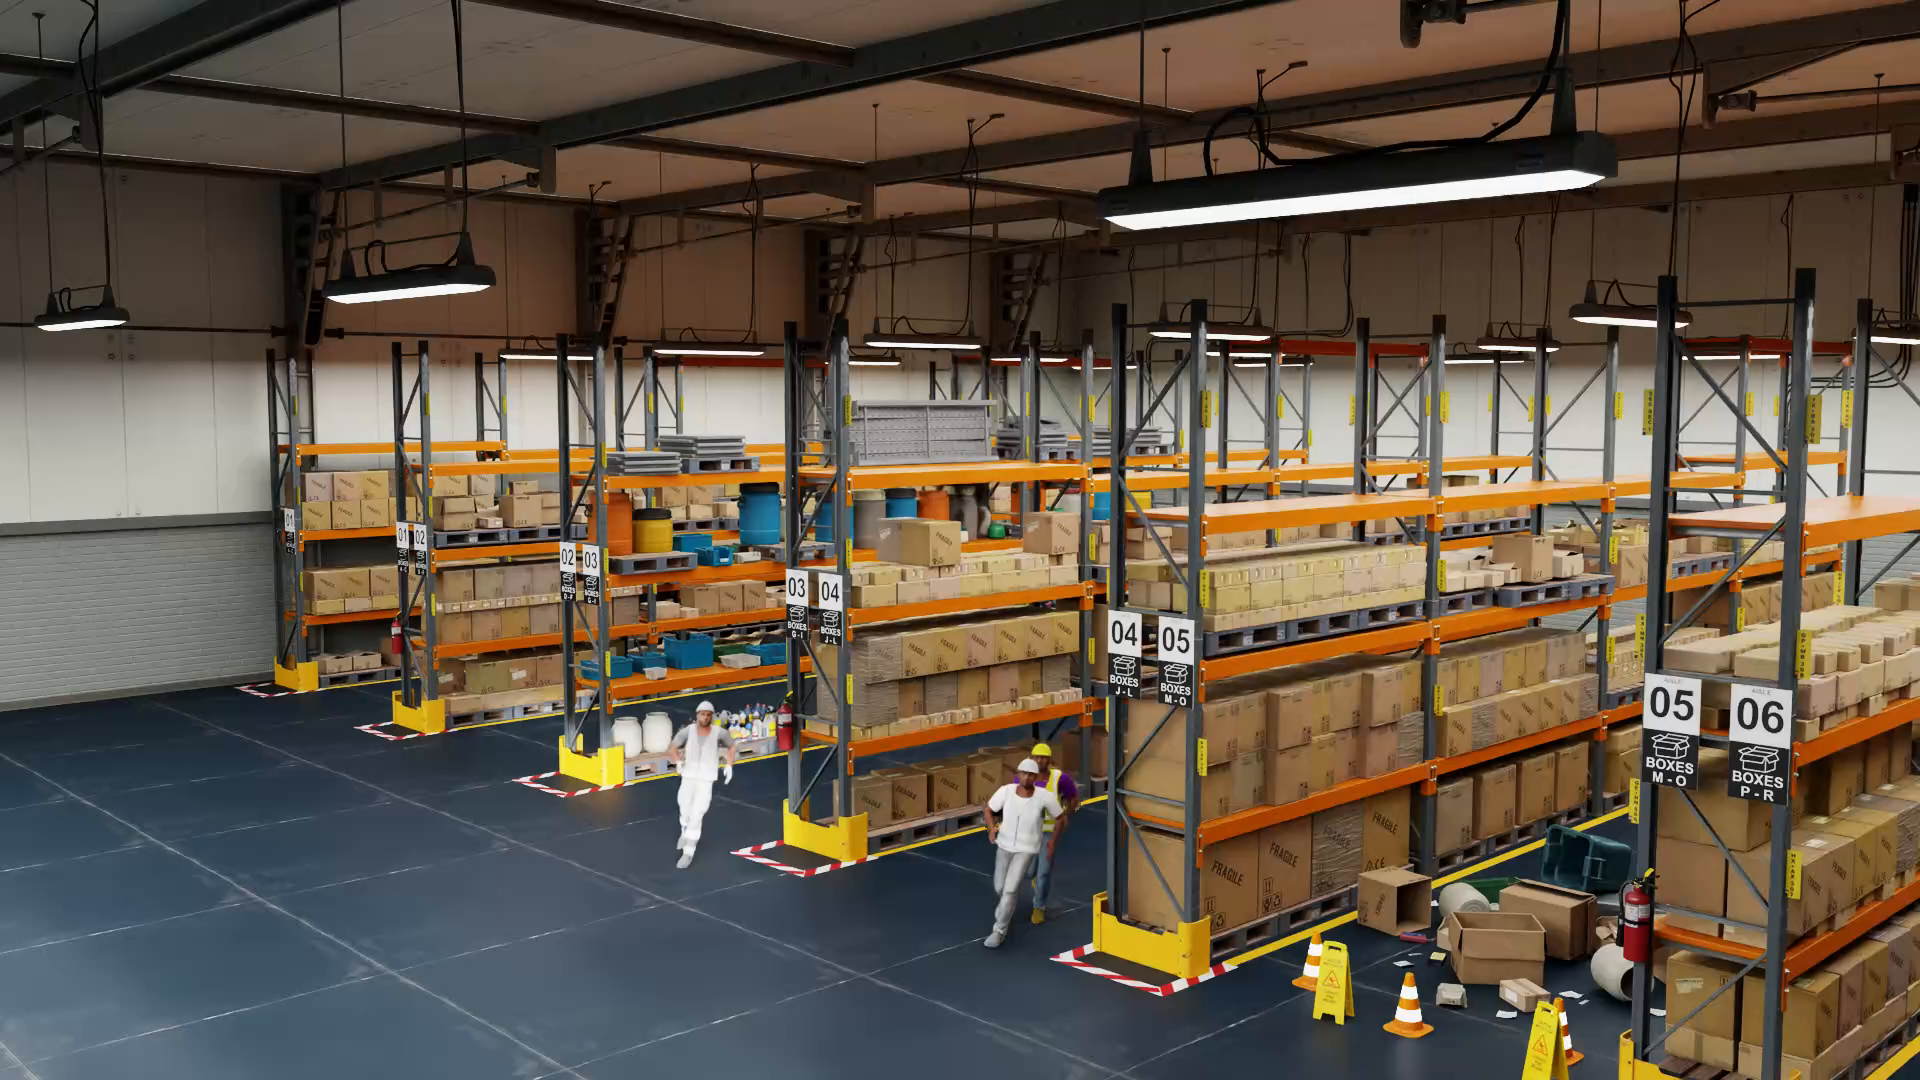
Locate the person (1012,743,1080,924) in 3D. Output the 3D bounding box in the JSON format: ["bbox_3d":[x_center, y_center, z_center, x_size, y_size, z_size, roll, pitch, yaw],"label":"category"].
[{"bbox_3d":[0.827,2.883,16.609,0.708,1.749,0.727,1,5,11],"label":"person"}]

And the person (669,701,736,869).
[{"bbox_3d":[-2.888,2.669,18.457,0.715,1.768,0.933,0,5,3],"label":"person"}]

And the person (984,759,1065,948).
[{"bbox_3d":[0.575,2.931,15.821,0.765,1.726,0.919,2,5,19],"label":"person"}]
